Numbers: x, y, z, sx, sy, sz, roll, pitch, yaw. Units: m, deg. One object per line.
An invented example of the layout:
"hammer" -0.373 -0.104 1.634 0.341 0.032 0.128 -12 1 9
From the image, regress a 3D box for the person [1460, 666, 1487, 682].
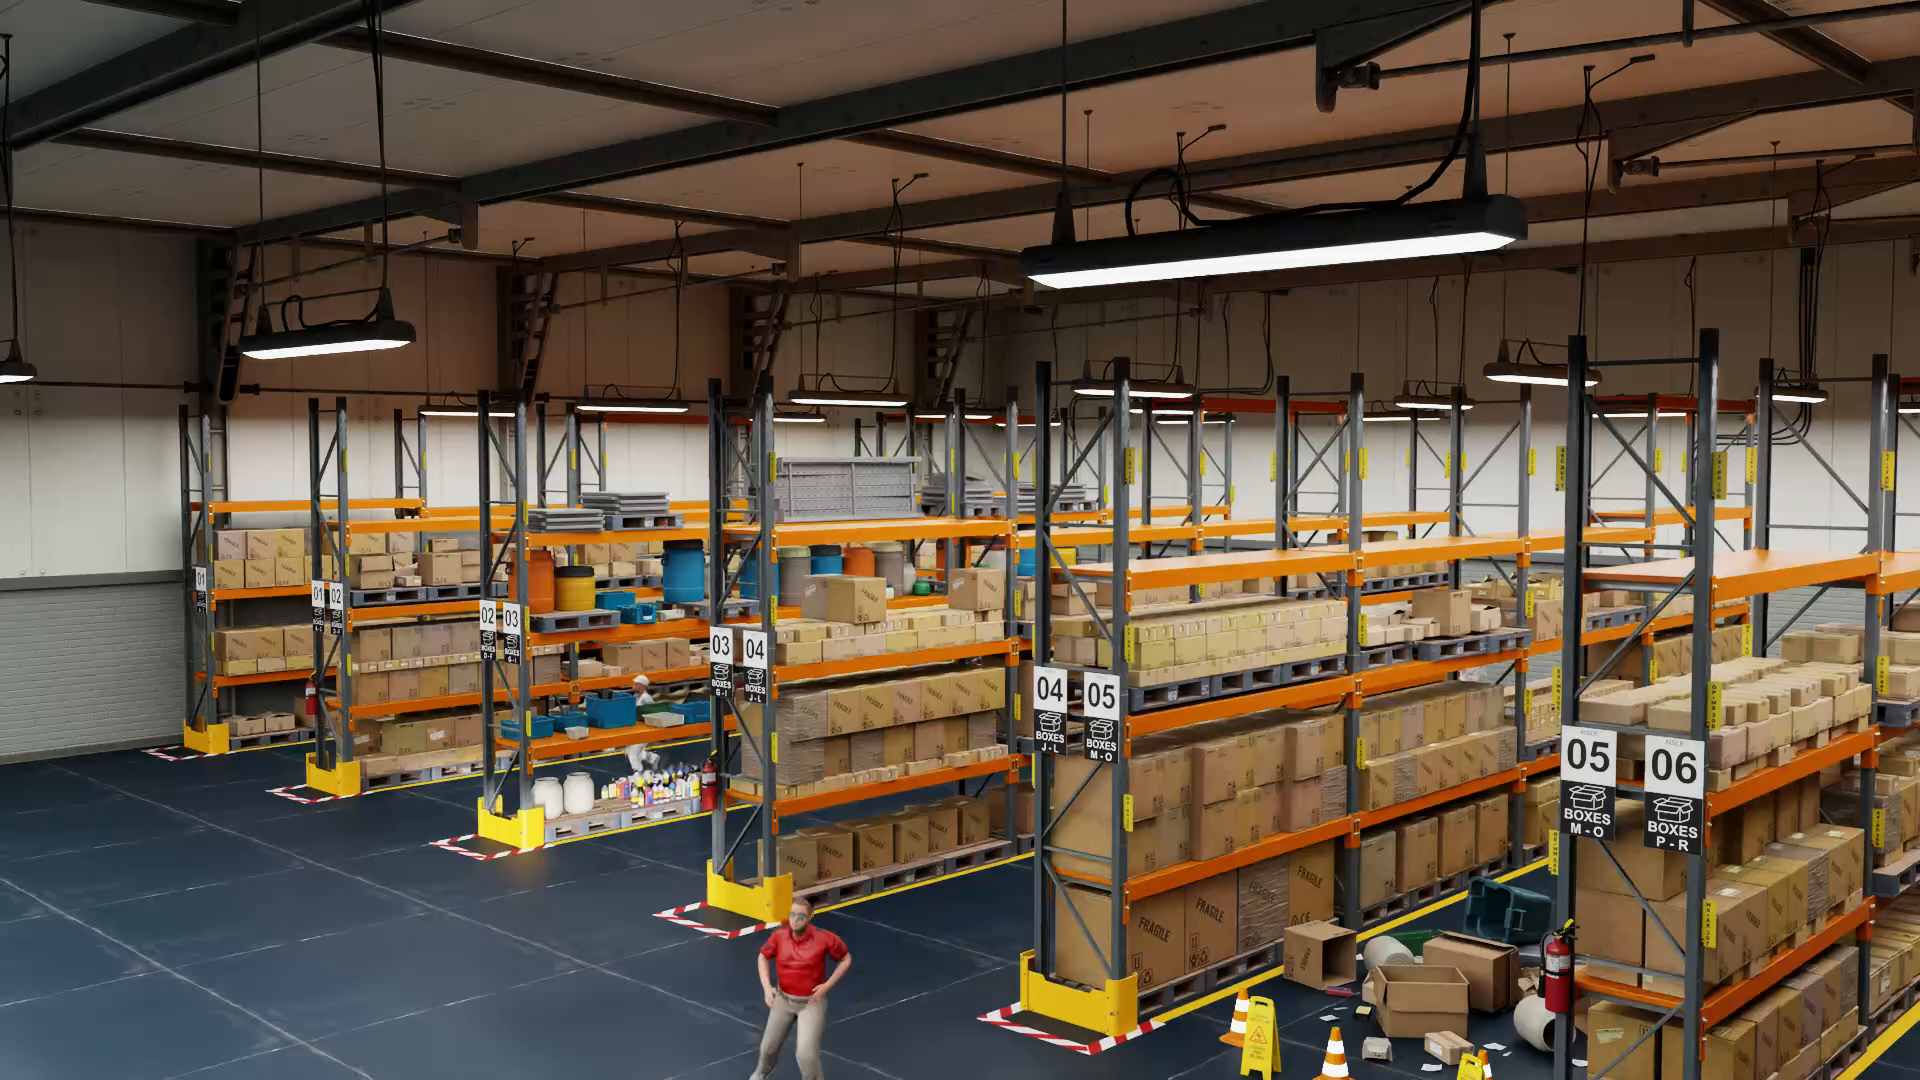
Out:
"person" 9.482 2.696 30.895 0.825 1.716 0.705 2 4 38

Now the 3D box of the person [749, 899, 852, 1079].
"person" -1.301 3.652 13.032 0.905 1.736 0.757 1 3 11

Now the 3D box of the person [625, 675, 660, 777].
"person" -4.887 2.950 25.816 0.603 1.723 0.672 -2 4 -37
